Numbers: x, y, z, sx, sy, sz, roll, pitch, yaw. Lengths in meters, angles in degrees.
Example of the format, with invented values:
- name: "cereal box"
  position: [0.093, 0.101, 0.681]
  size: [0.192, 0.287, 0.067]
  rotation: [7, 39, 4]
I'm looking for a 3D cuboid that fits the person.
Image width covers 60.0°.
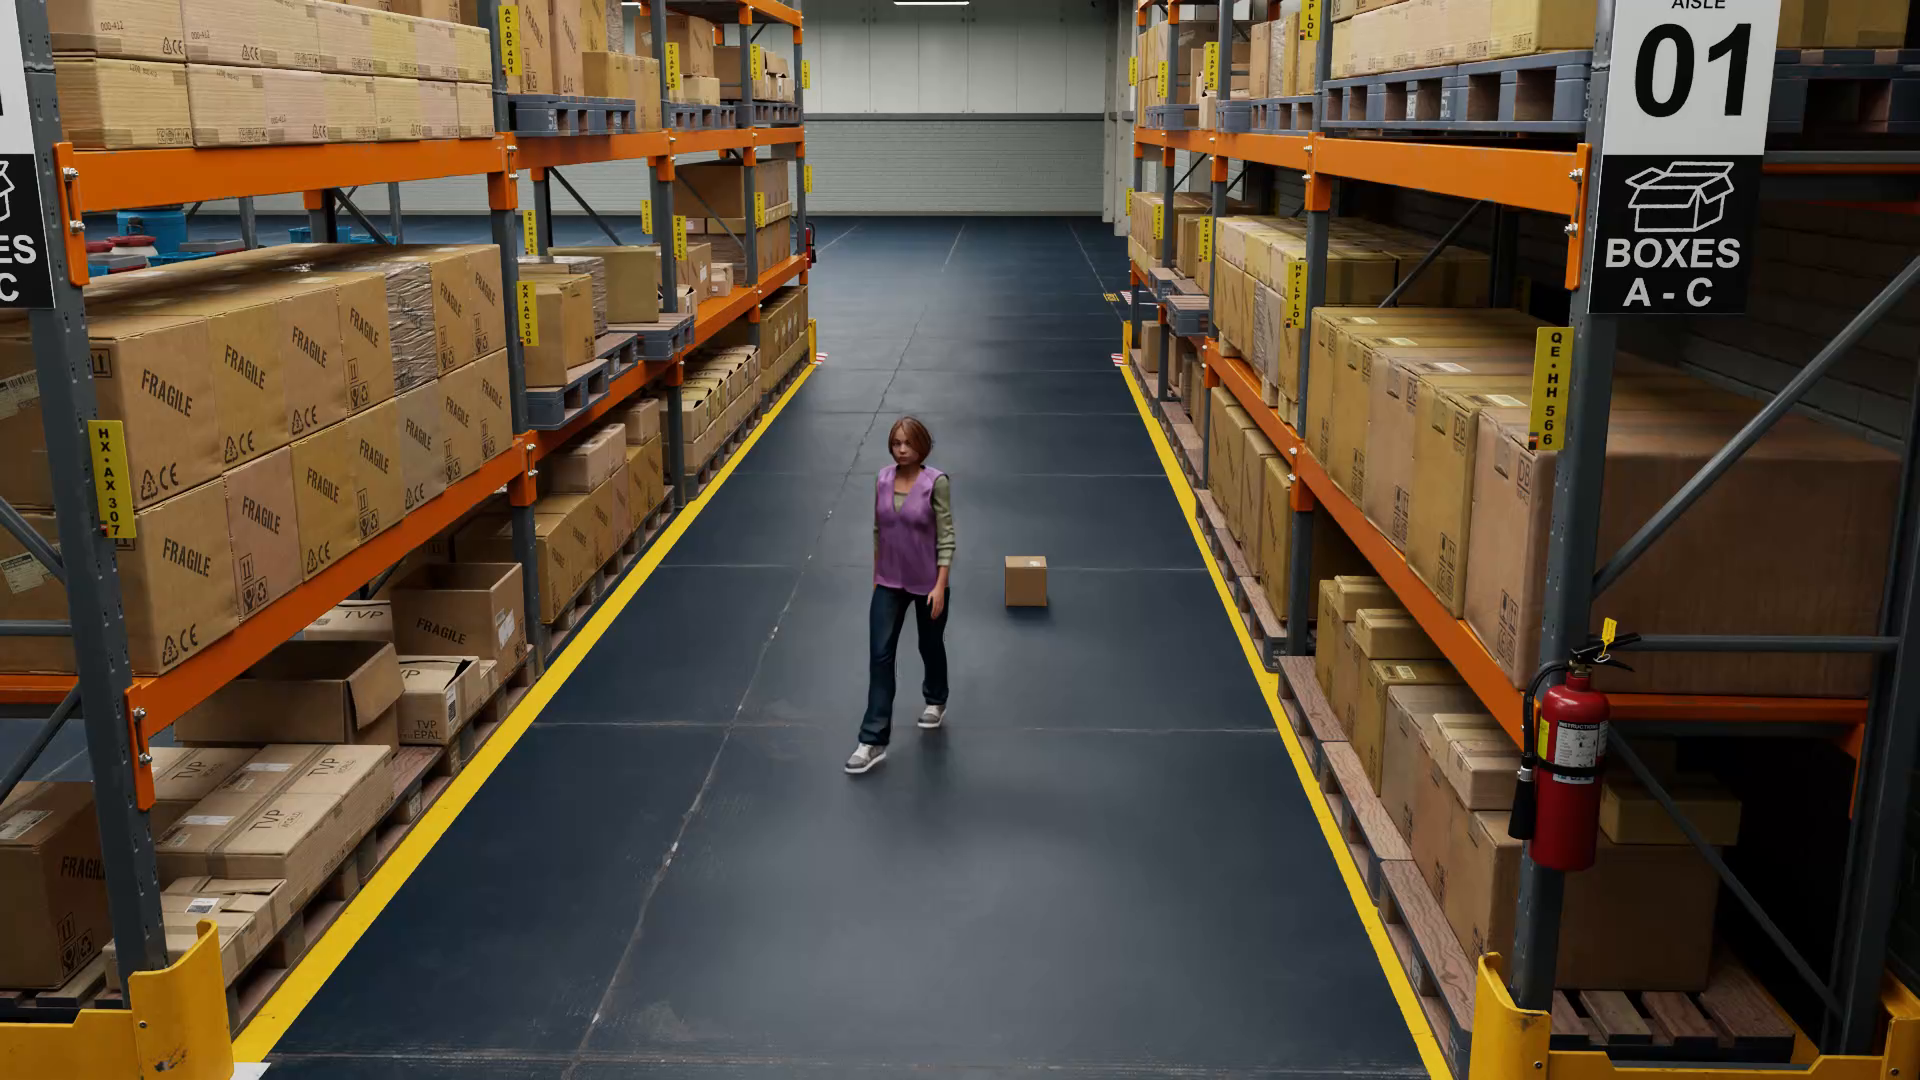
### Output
- name: "person"
  position: [-0.240, 0.220, 7.628]
  size: [0.449, 1.532, 0.909]
  rotation: [4, 15, 16]
